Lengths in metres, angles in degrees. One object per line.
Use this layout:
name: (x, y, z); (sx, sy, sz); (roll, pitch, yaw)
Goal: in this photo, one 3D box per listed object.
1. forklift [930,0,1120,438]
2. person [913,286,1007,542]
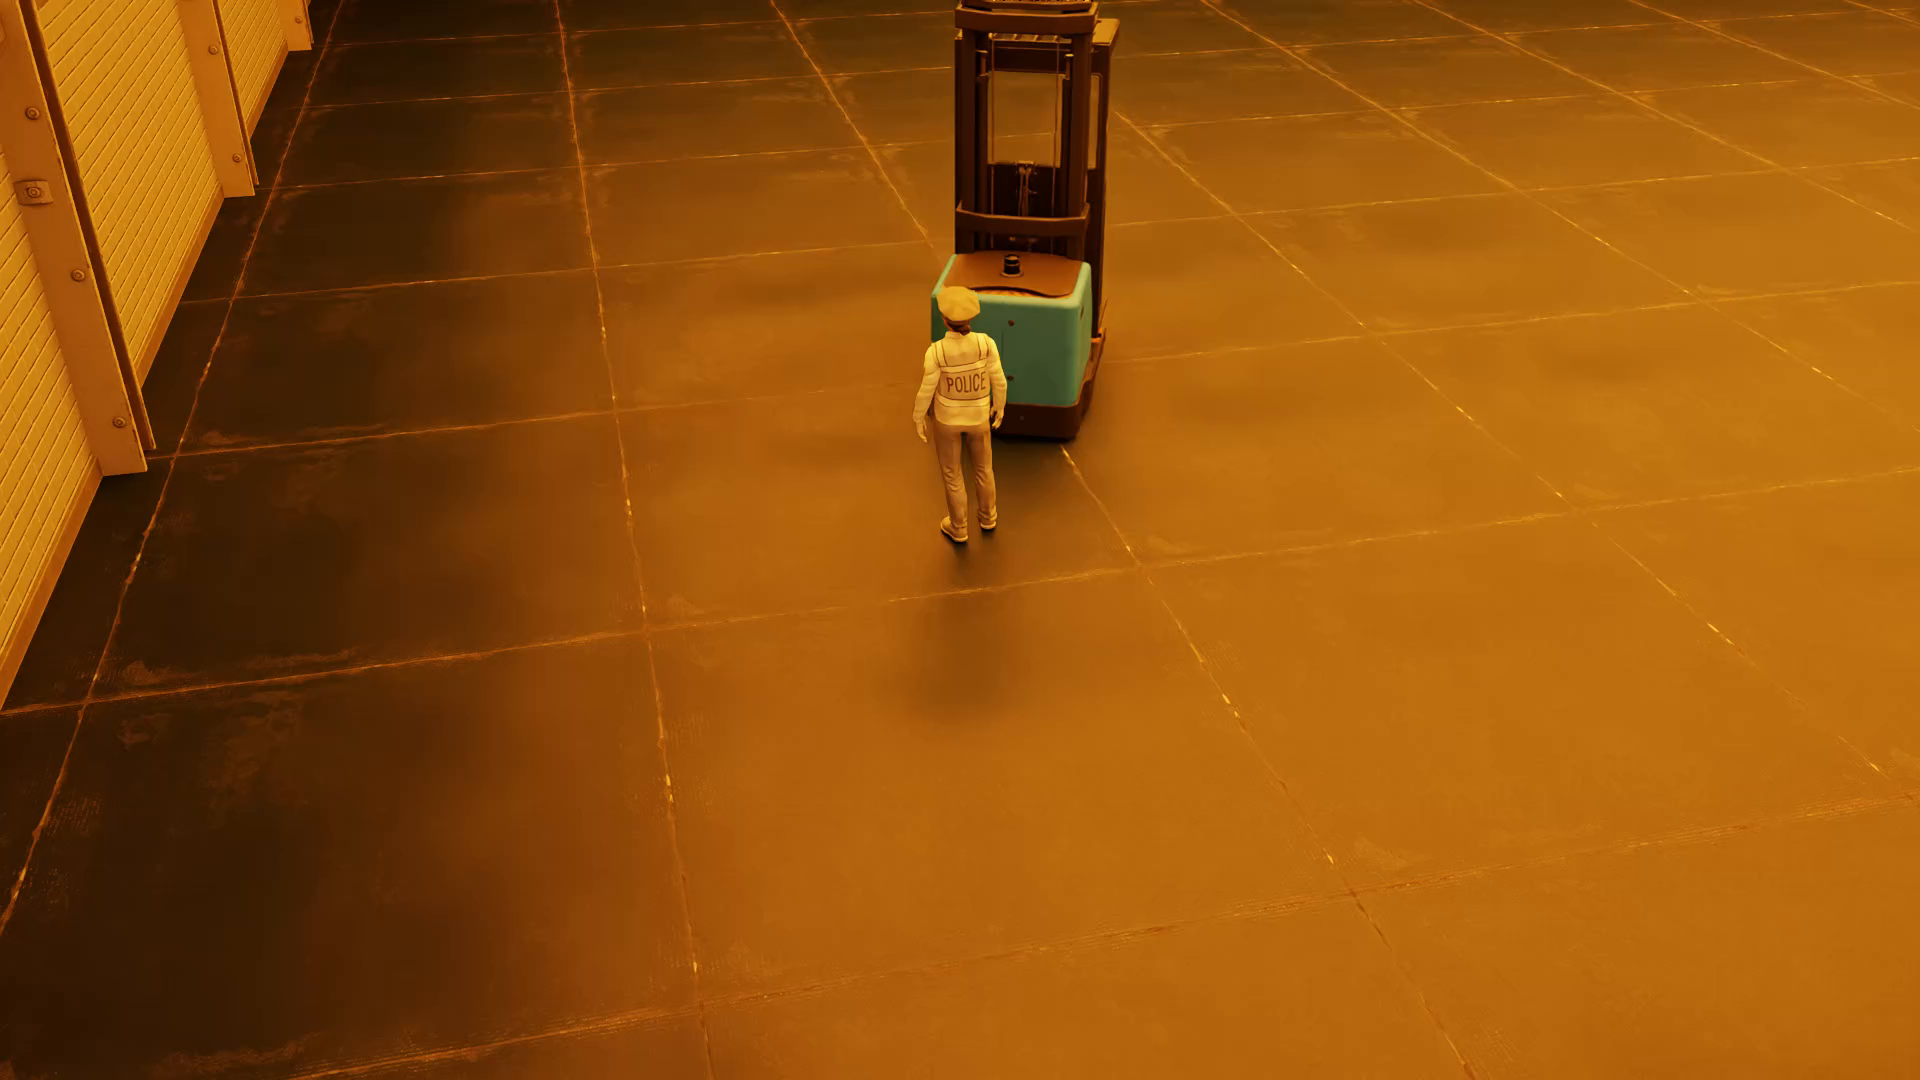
forklift: (0.546, -2.699, 12.237); (1.130, 2.935, 3.031); (5, 30, 9)
person: (-0.009, -0.774, 10.131); (0.586, 1.694, 0.531); (-7, 31, -12)
